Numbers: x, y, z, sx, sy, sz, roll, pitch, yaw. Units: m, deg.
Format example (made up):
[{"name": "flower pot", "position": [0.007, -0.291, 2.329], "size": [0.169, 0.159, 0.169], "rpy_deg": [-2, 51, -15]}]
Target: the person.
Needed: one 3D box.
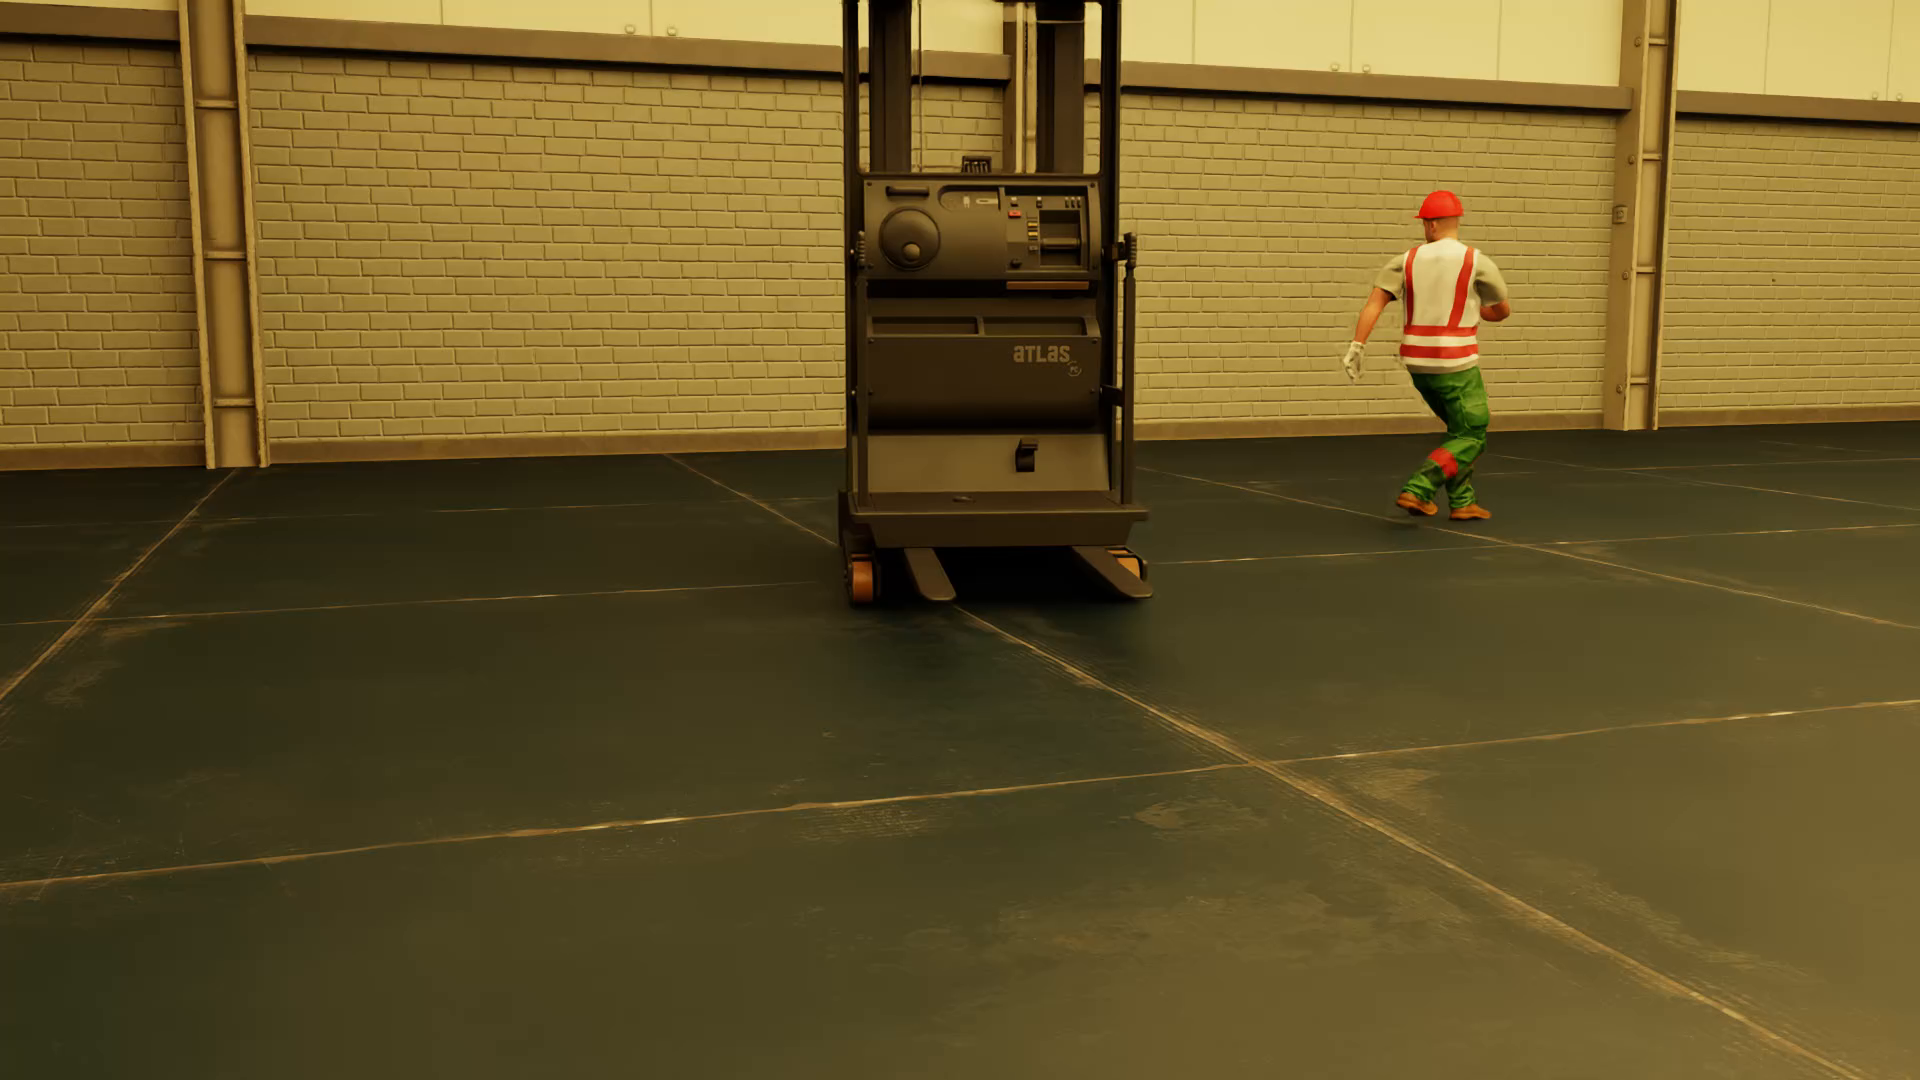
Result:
[{"name": "person", "position": [2.452, -0.918, 8.490], "size": [0.894, 1.697, 0.583], "rpy_deg": [-6, 10, -37]}]

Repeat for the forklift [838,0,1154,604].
[{"name": "forklift", "position": [0.108, -1.261, 6.317], "size": [1.130, 2.935, 3.031], "rpy_deg": [-1, 8, -5]}]
